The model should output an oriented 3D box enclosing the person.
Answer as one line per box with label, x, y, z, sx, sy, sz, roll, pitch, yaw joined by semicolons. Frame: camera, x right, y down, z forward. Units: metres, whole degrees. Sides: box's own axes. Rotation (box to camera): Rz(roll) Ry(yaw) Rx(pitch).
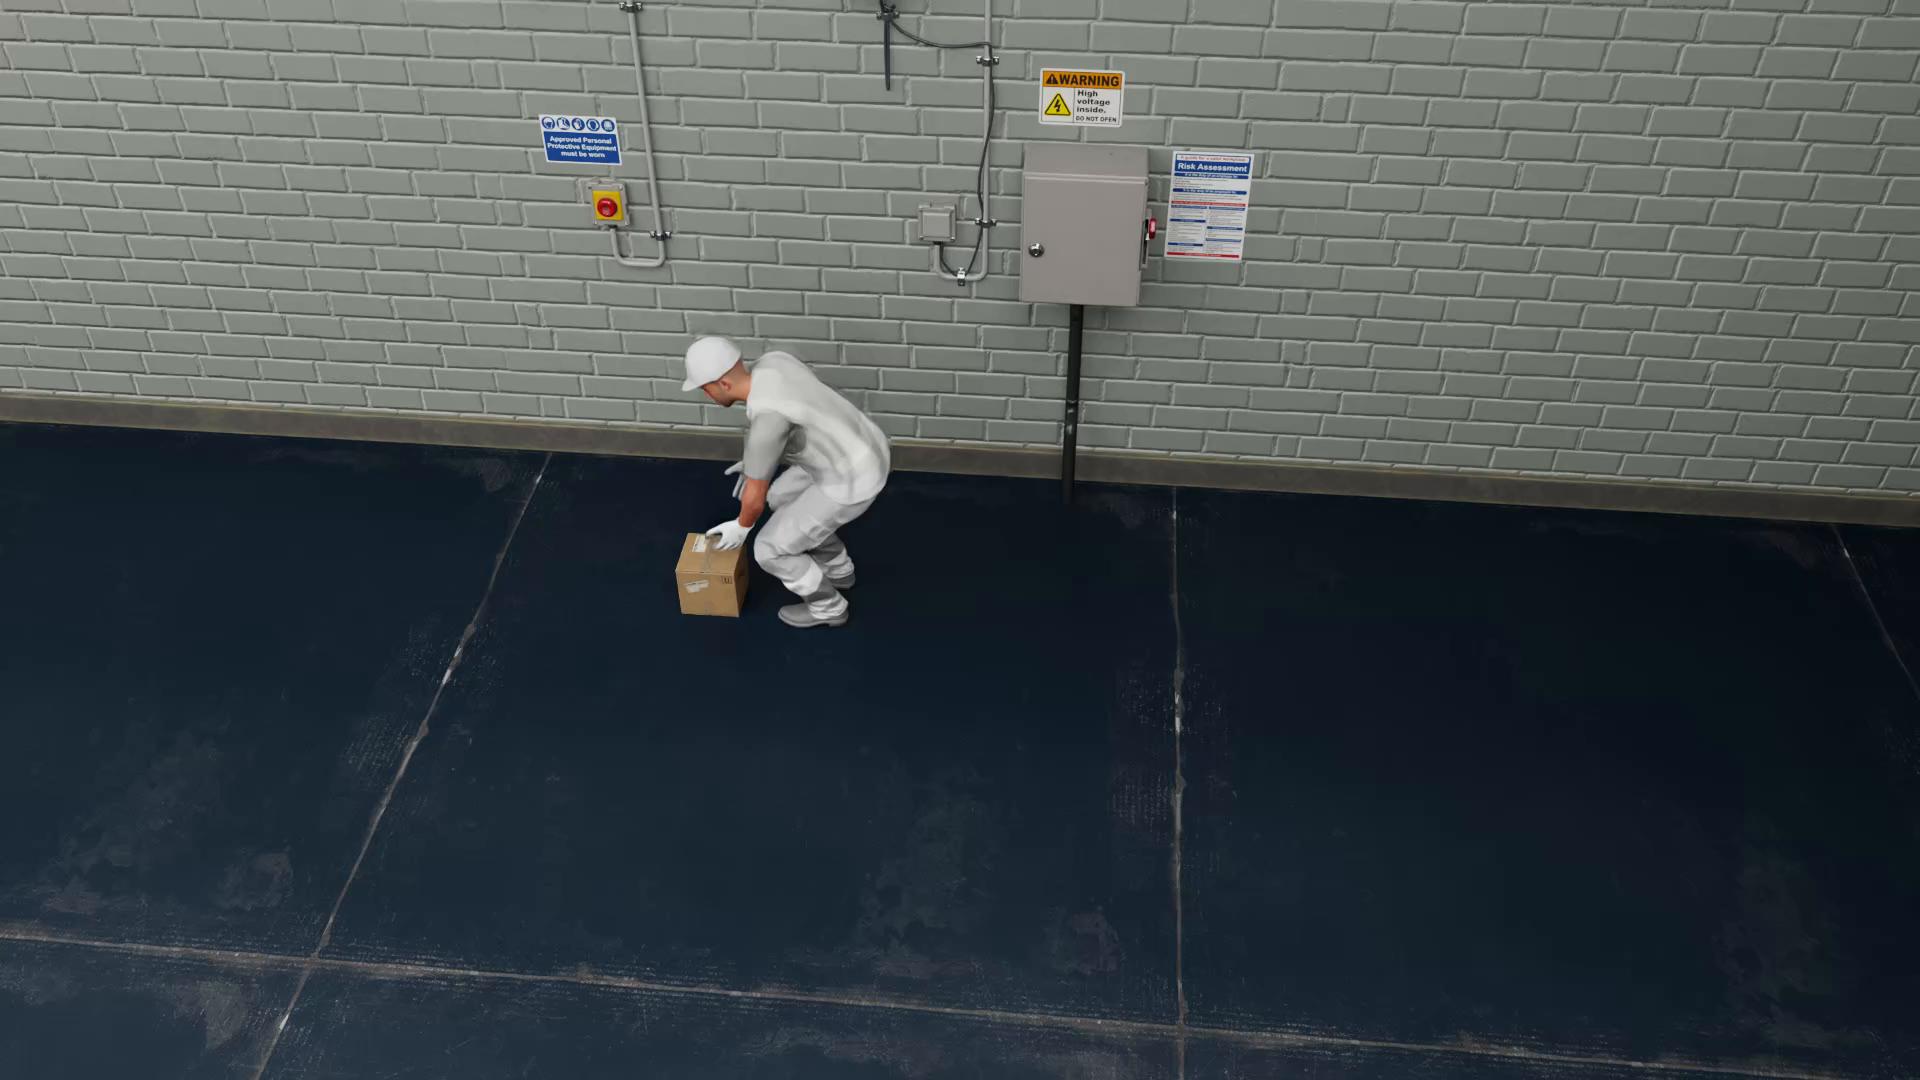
person;-0.683;-0.232;6.760;0.795;1.351;0.584;3;40;4
